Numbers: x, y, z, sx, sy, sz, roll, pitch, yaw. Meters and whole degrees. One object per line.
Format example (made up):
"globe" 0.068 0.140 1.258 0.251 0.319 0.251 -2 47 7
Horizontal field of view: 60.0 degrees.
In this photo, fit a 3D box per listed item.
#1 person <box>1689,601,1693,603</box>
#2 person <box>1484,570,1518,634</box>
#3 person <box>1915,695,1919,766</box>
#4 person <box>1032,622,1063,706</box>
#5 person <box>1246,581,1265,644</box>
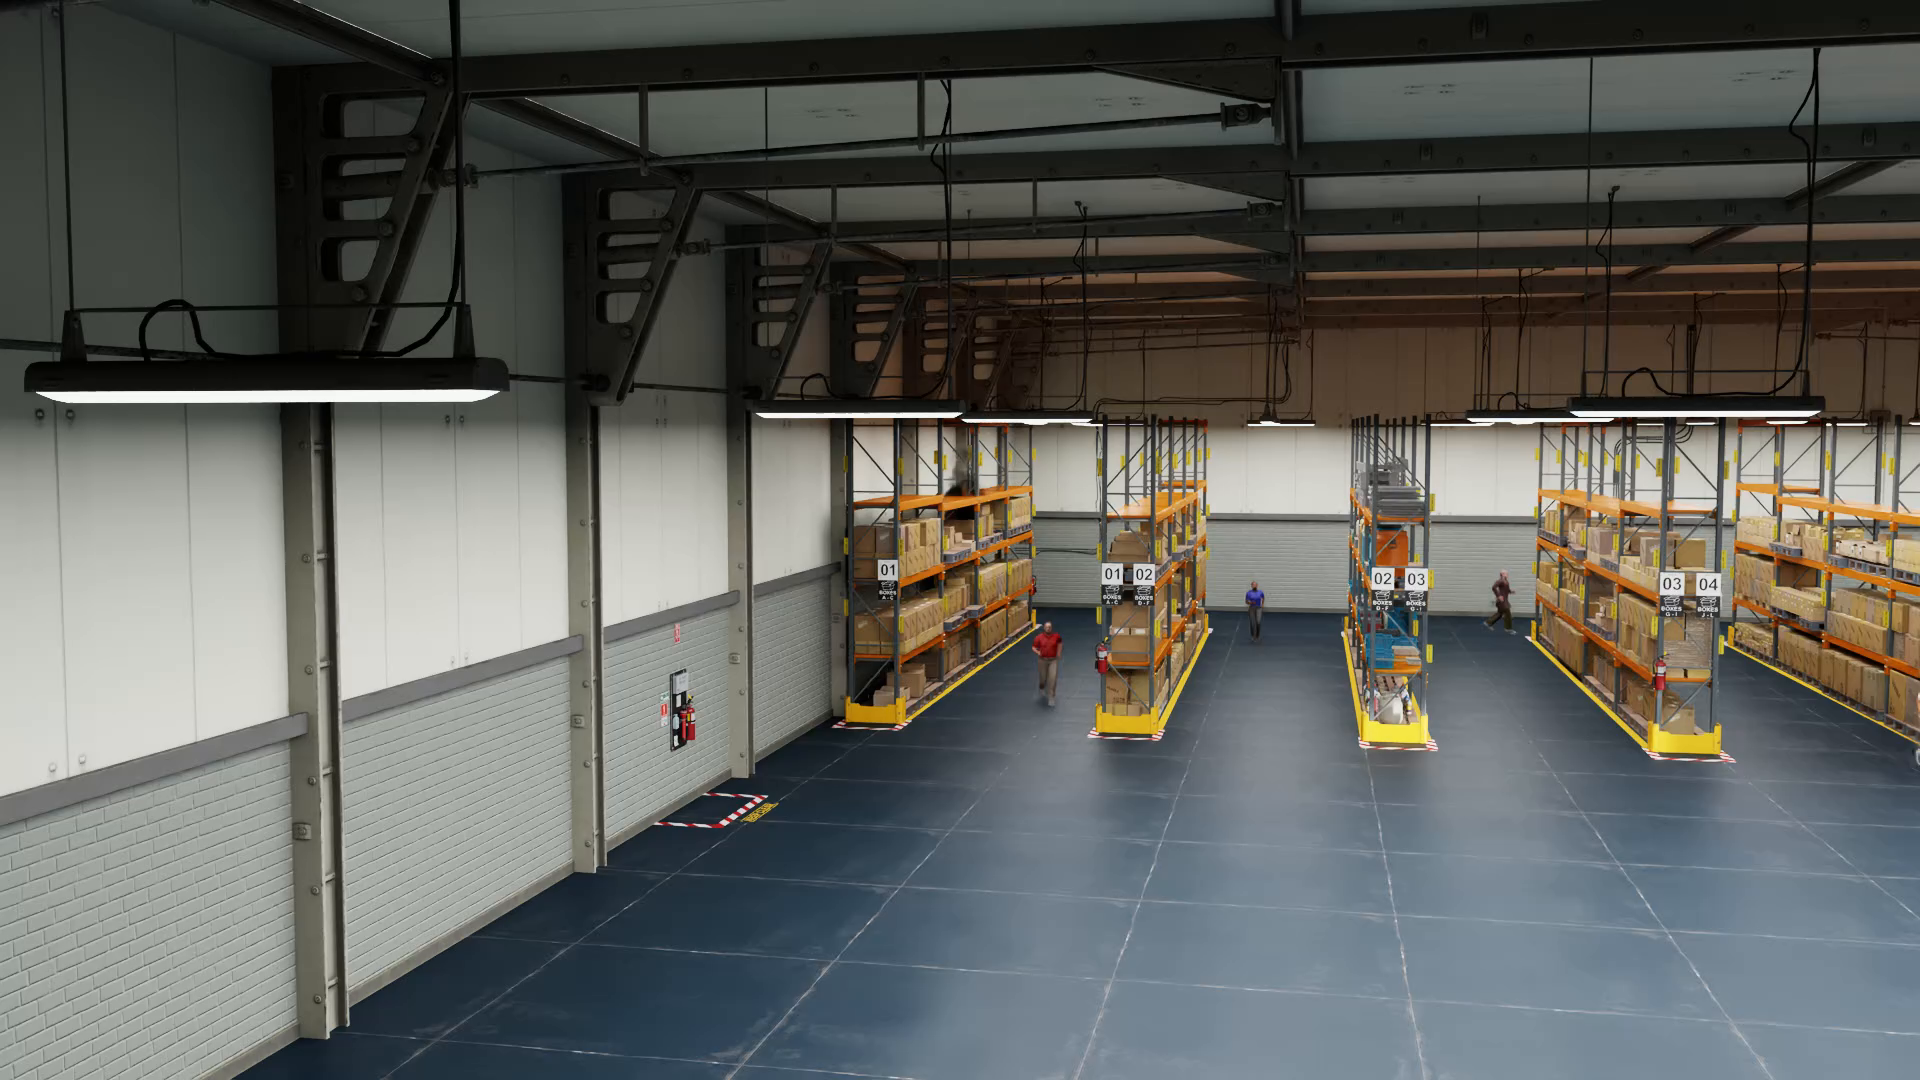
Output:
"person" 19.511 1.916 44.697 0.815 1.689 0.665 -1 4 -20
"person" 15.206 1.729 46.648 0.897 1.797 0.708 2 4 22
"person" 16.472 3.061 27.980 0.650 1.628 0.491 -2 4 -29
"person" 1.831 2.555 34.727 0.647 1.717 0.943 0 4 -2
"person" 7.911 1.935 44.594 0.499 1.689 0.766 1 4 11
